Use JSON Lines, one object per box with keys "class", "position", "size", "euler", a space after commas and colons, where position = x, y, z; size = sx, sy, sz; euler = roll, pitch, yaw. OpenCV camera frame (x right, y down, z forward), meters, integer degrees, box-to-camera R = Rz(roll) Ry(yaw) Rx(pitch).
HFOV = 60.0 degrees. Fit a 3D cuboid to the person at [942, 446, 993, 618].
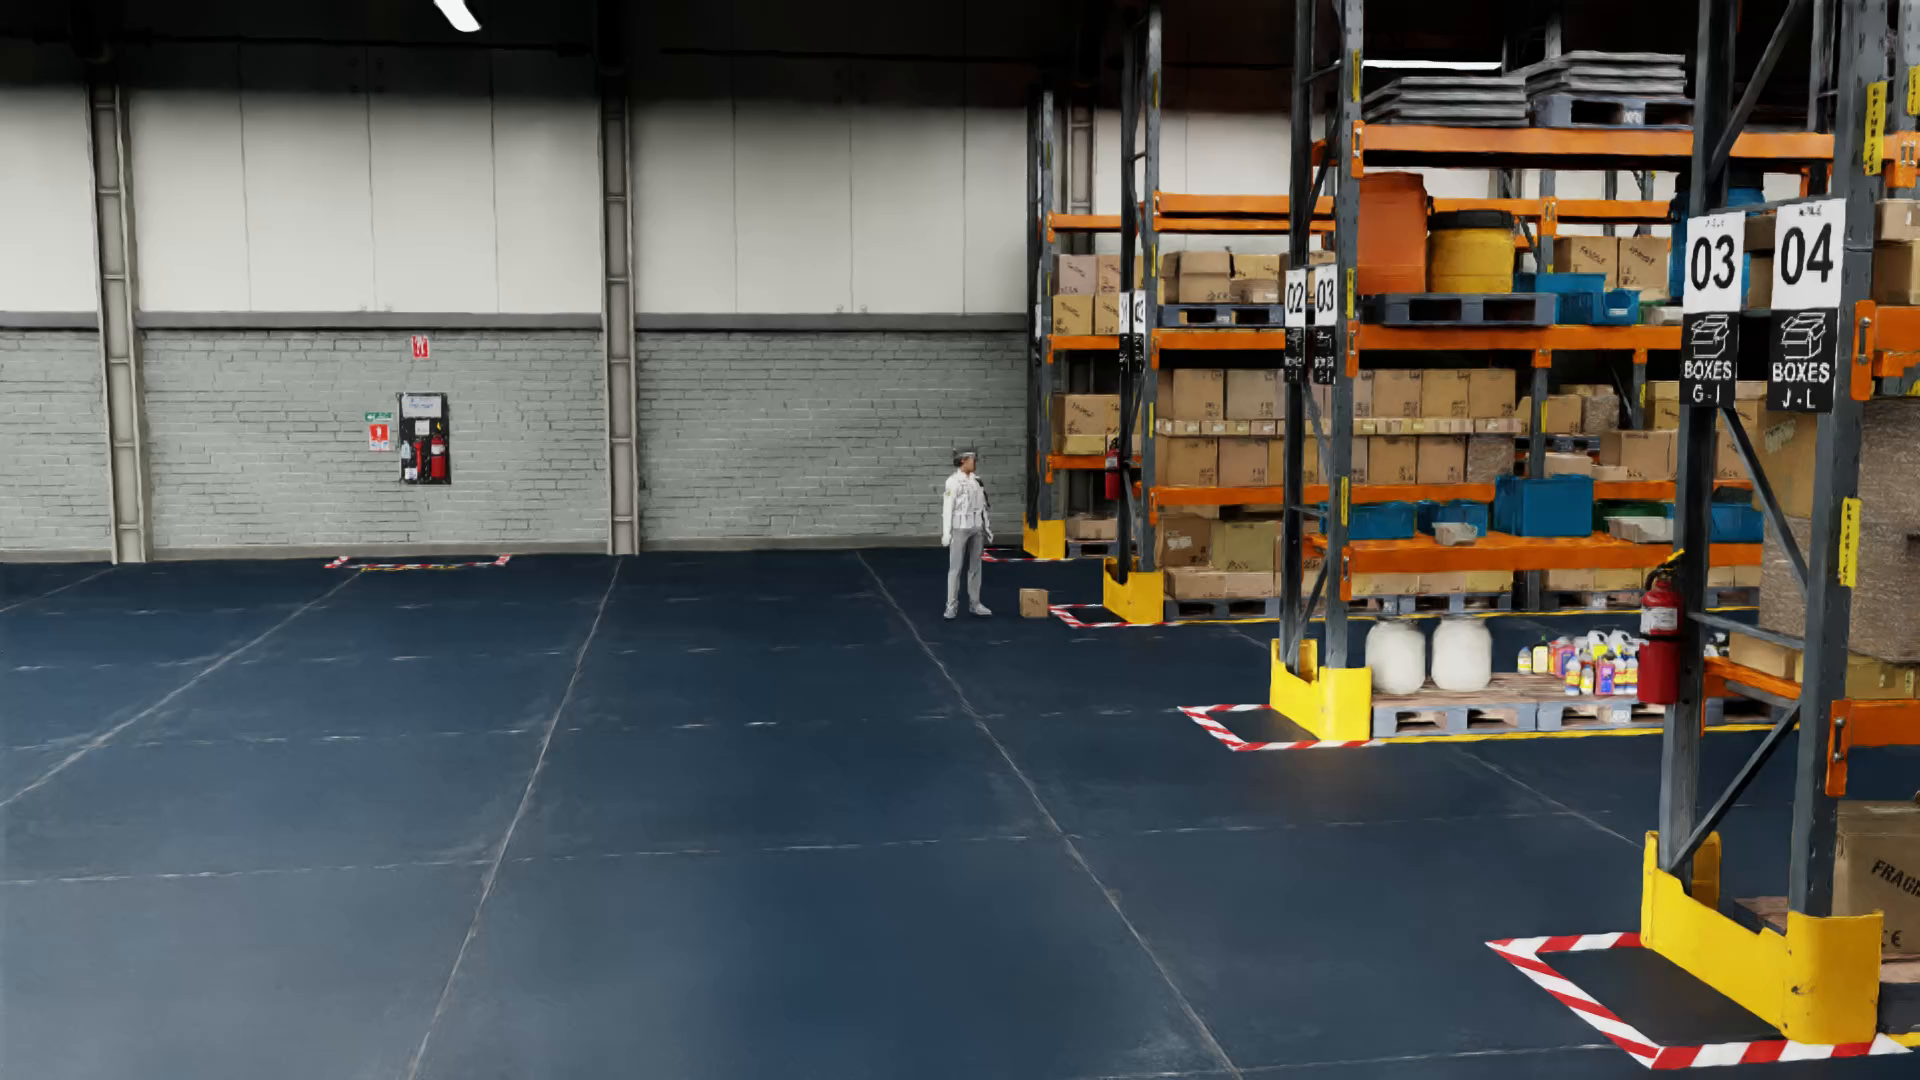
{"class": "person", "position": [0.074, -0.088, 16.363], "size": [0.581, 1.679, 0.359], "euler": [-6, 9, -41]}
